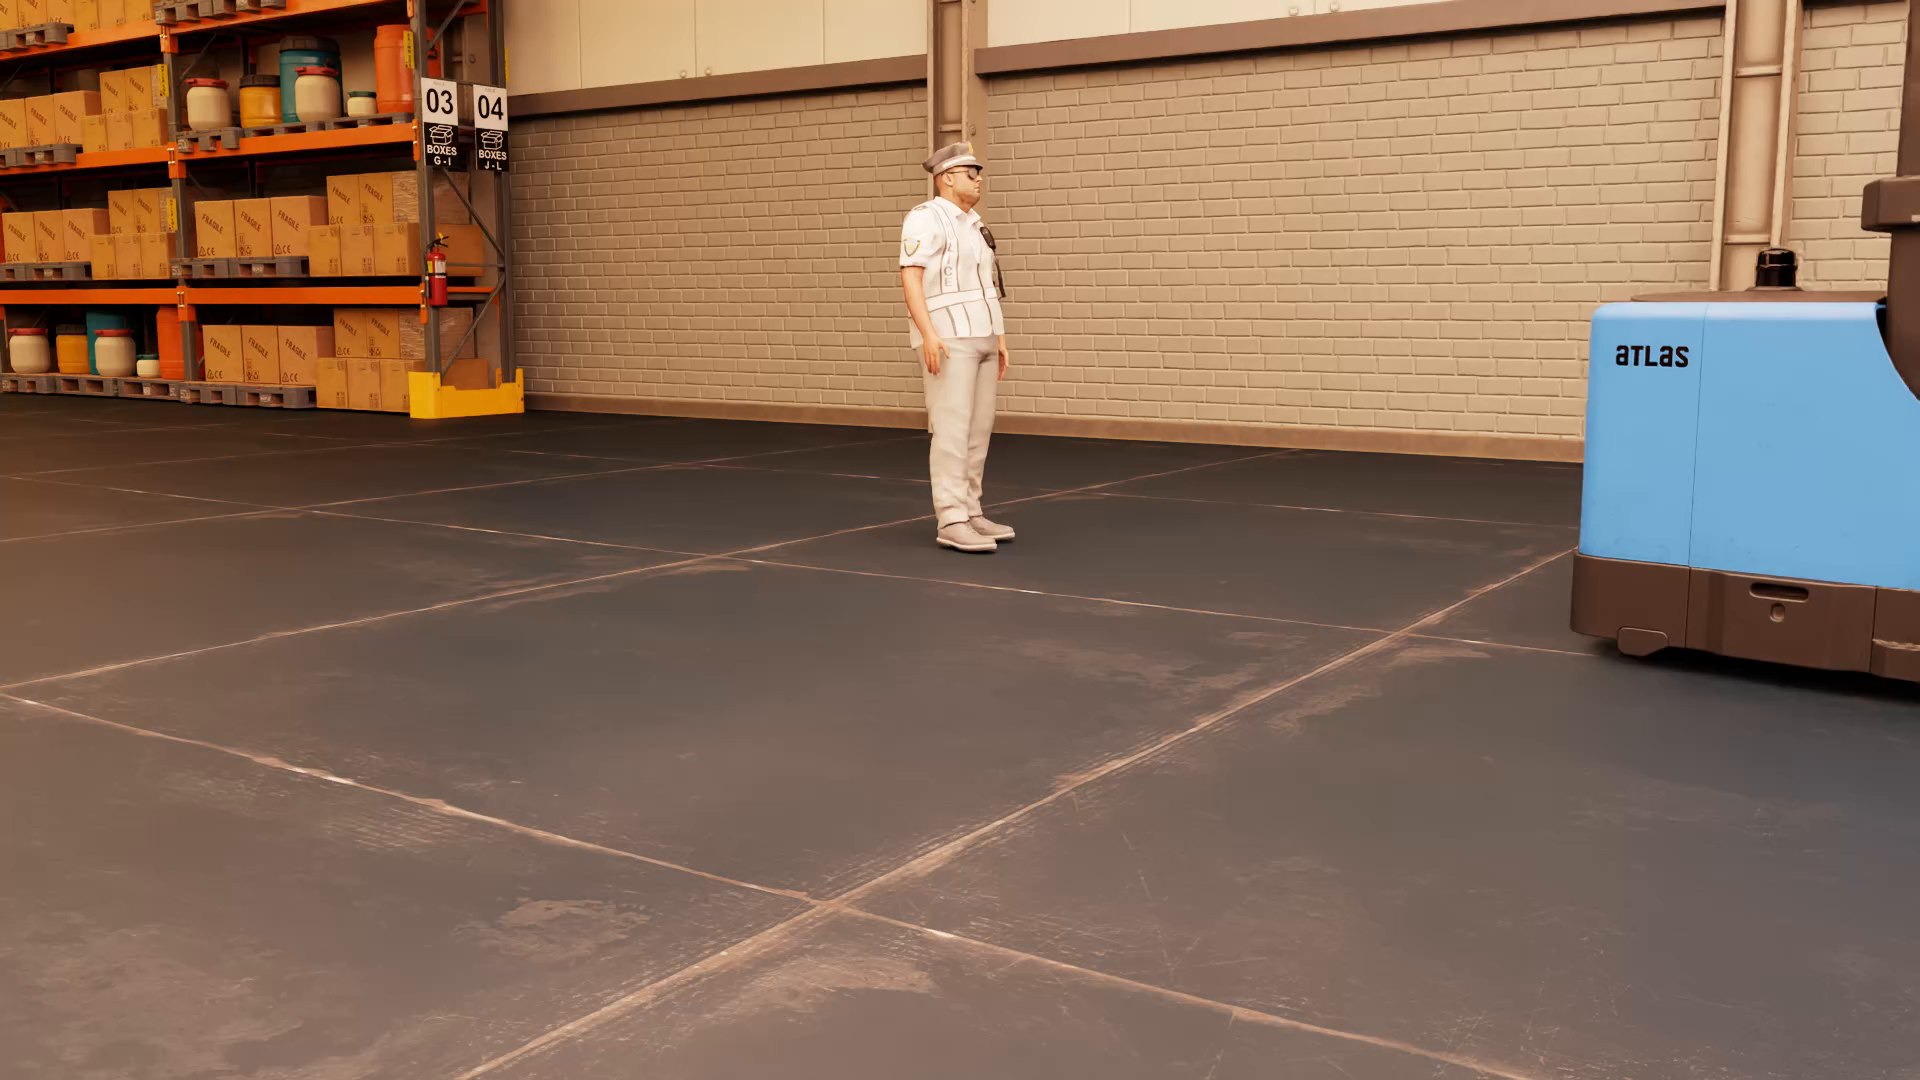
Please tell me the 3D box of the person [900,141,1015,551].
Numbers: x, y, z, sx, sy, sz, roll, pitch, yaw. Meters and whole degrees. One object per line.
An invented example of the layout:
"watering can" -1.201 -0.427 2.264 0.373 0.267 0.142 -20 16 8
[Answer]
"person" 0.057 -0.882 7.424 0.575 1.781 0.640 5 10 34

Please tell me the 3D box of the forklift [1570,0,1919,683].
"forklift" 3.308 -1.008 4.279 3.031 2.935 1.130 7 11 42
